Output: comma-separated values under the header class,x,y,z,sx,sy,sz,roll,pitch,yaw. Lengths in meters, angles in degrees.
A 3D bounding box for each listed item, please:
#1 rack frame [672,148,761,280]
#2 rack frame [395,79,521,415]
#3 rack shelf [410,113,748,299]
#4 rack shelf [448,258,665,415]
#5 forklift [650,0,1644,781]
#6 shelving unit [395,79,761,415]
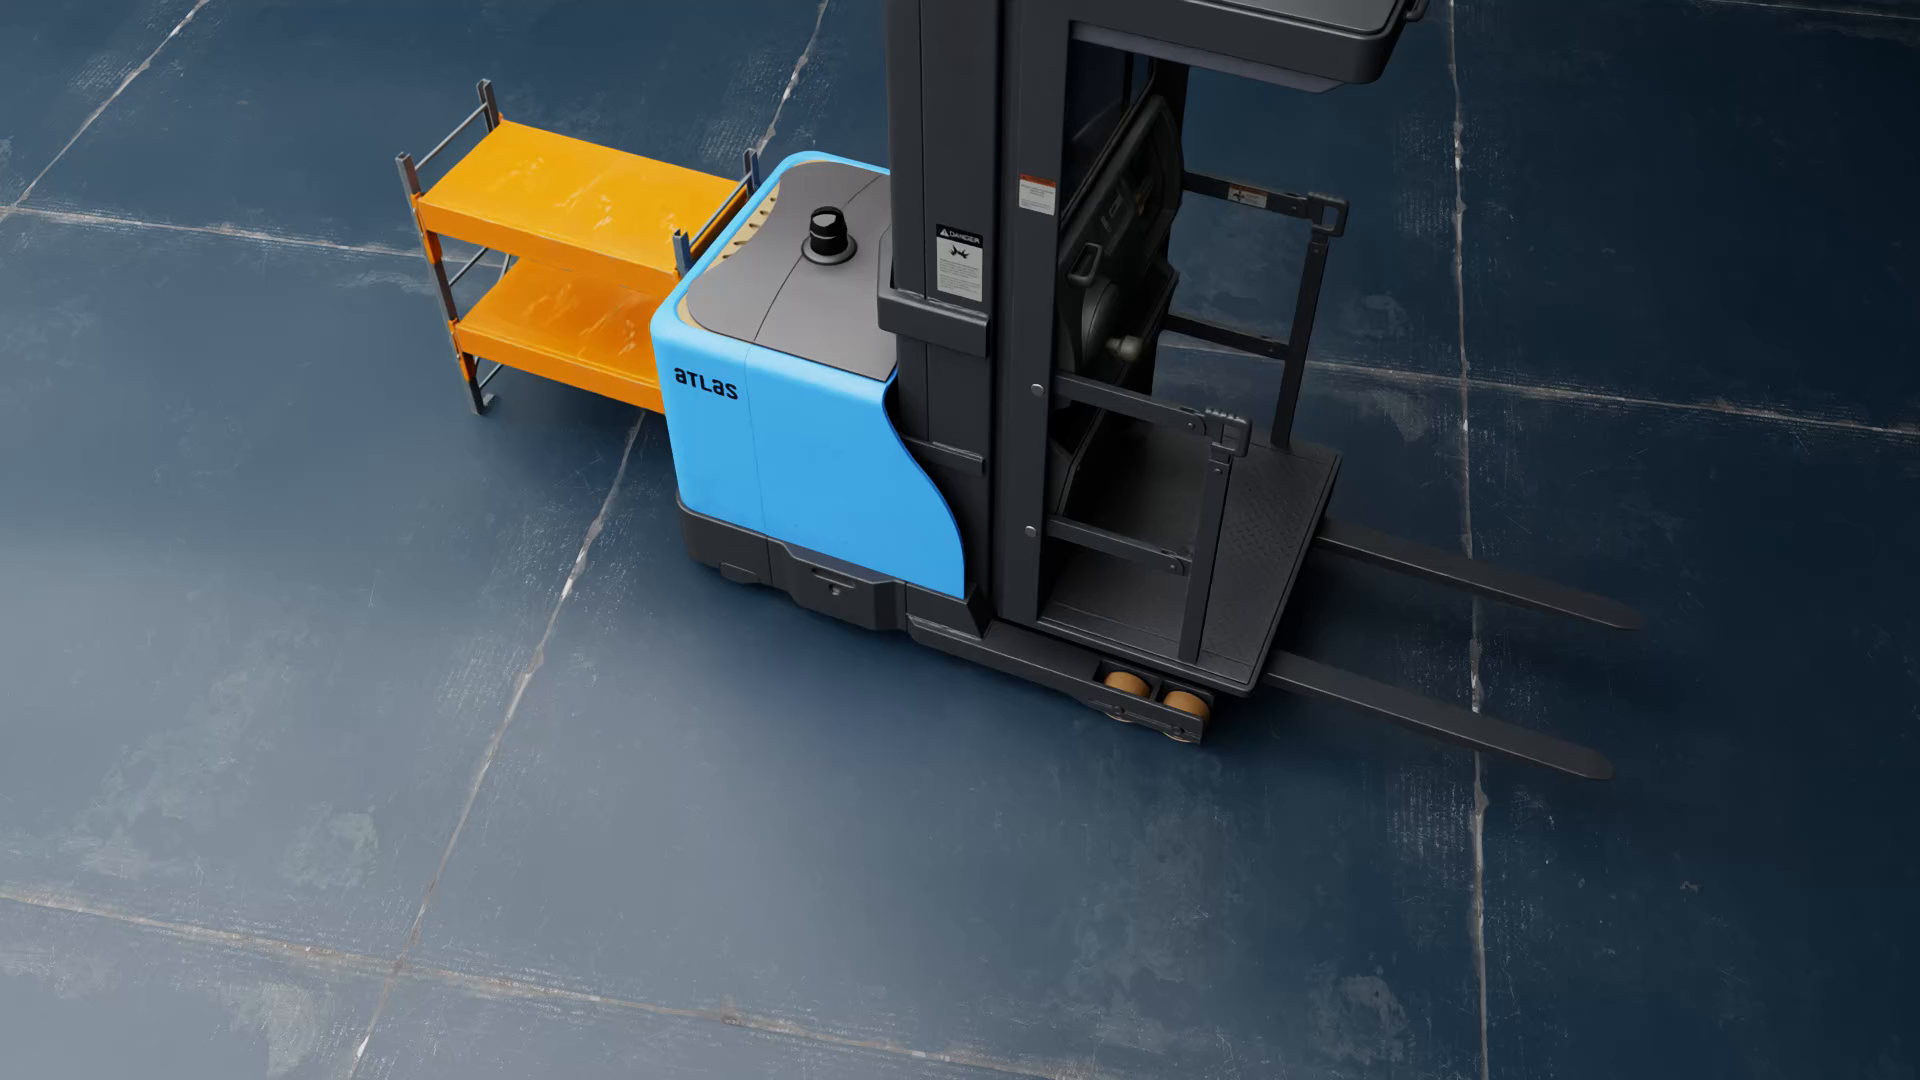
class,x,y,z,sx,sy,sz,roll,pitch,yaw
rack frame,-0.767,-0.718,5.639,0.032,1.125,0.500,18,50,15
rack frame,-1.702,-1.014,5.905,0.032,1.125,0.500,18,50,15
rack shelf,-1.235,-1.062,5.554,1.000,0.278,0.538,18,50,15
rack shelf,-1.235,-0.703,5.954,1.000,0.278,0.538,18,50,15
forklift,0.629,-0.804,4.502,3.031,2.935,1.130,18,50,15
shelving unit,-1.235,-0.866,5.772,1.048,1.125,0.538,18,50,15
